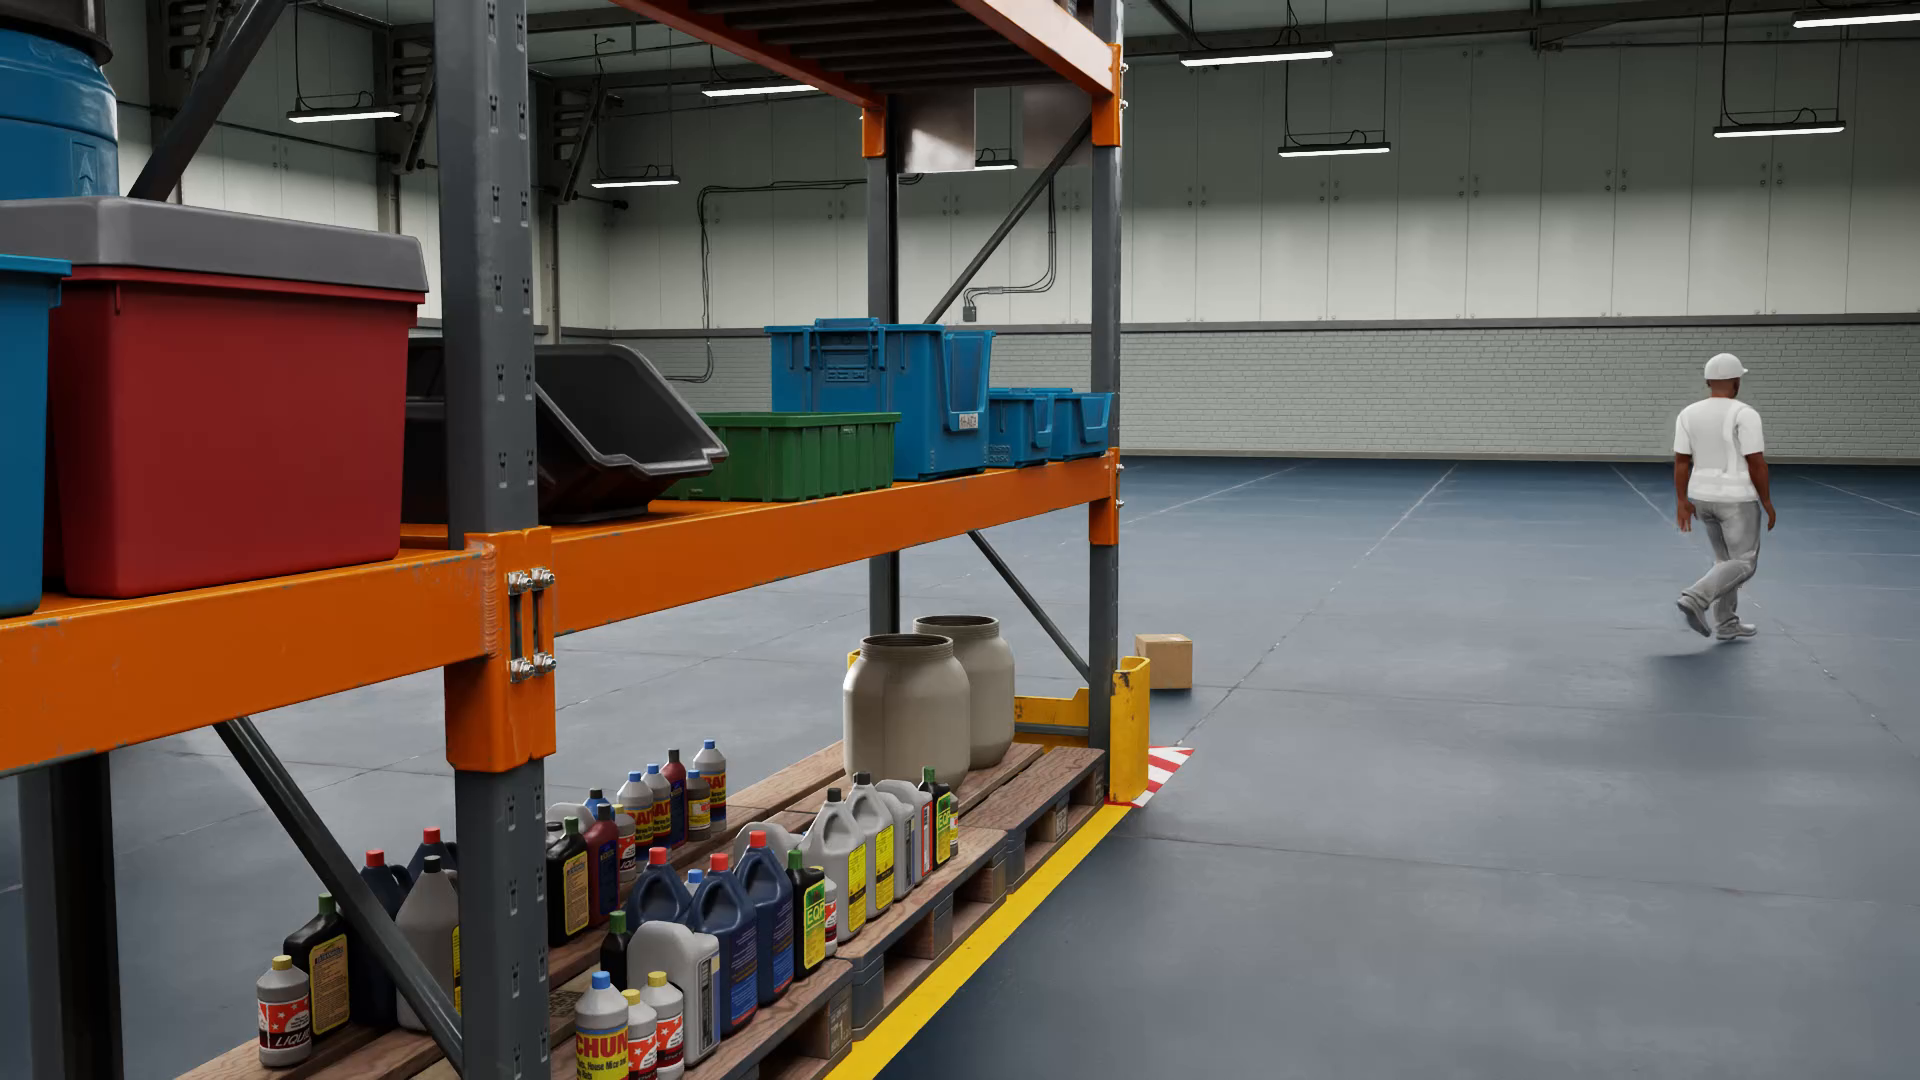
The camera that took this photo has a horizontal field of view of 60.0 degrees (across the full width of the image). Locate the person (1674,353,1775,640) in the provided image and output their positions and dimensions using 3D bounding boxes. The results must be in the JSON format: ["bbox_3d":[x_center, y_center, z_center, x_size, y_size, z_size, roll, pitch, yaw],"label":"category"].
[{"bbox_3d":[4.587,-0.247,10.010,0.822,1.741,0.559,-2,6,-23],"label":"person"}]
